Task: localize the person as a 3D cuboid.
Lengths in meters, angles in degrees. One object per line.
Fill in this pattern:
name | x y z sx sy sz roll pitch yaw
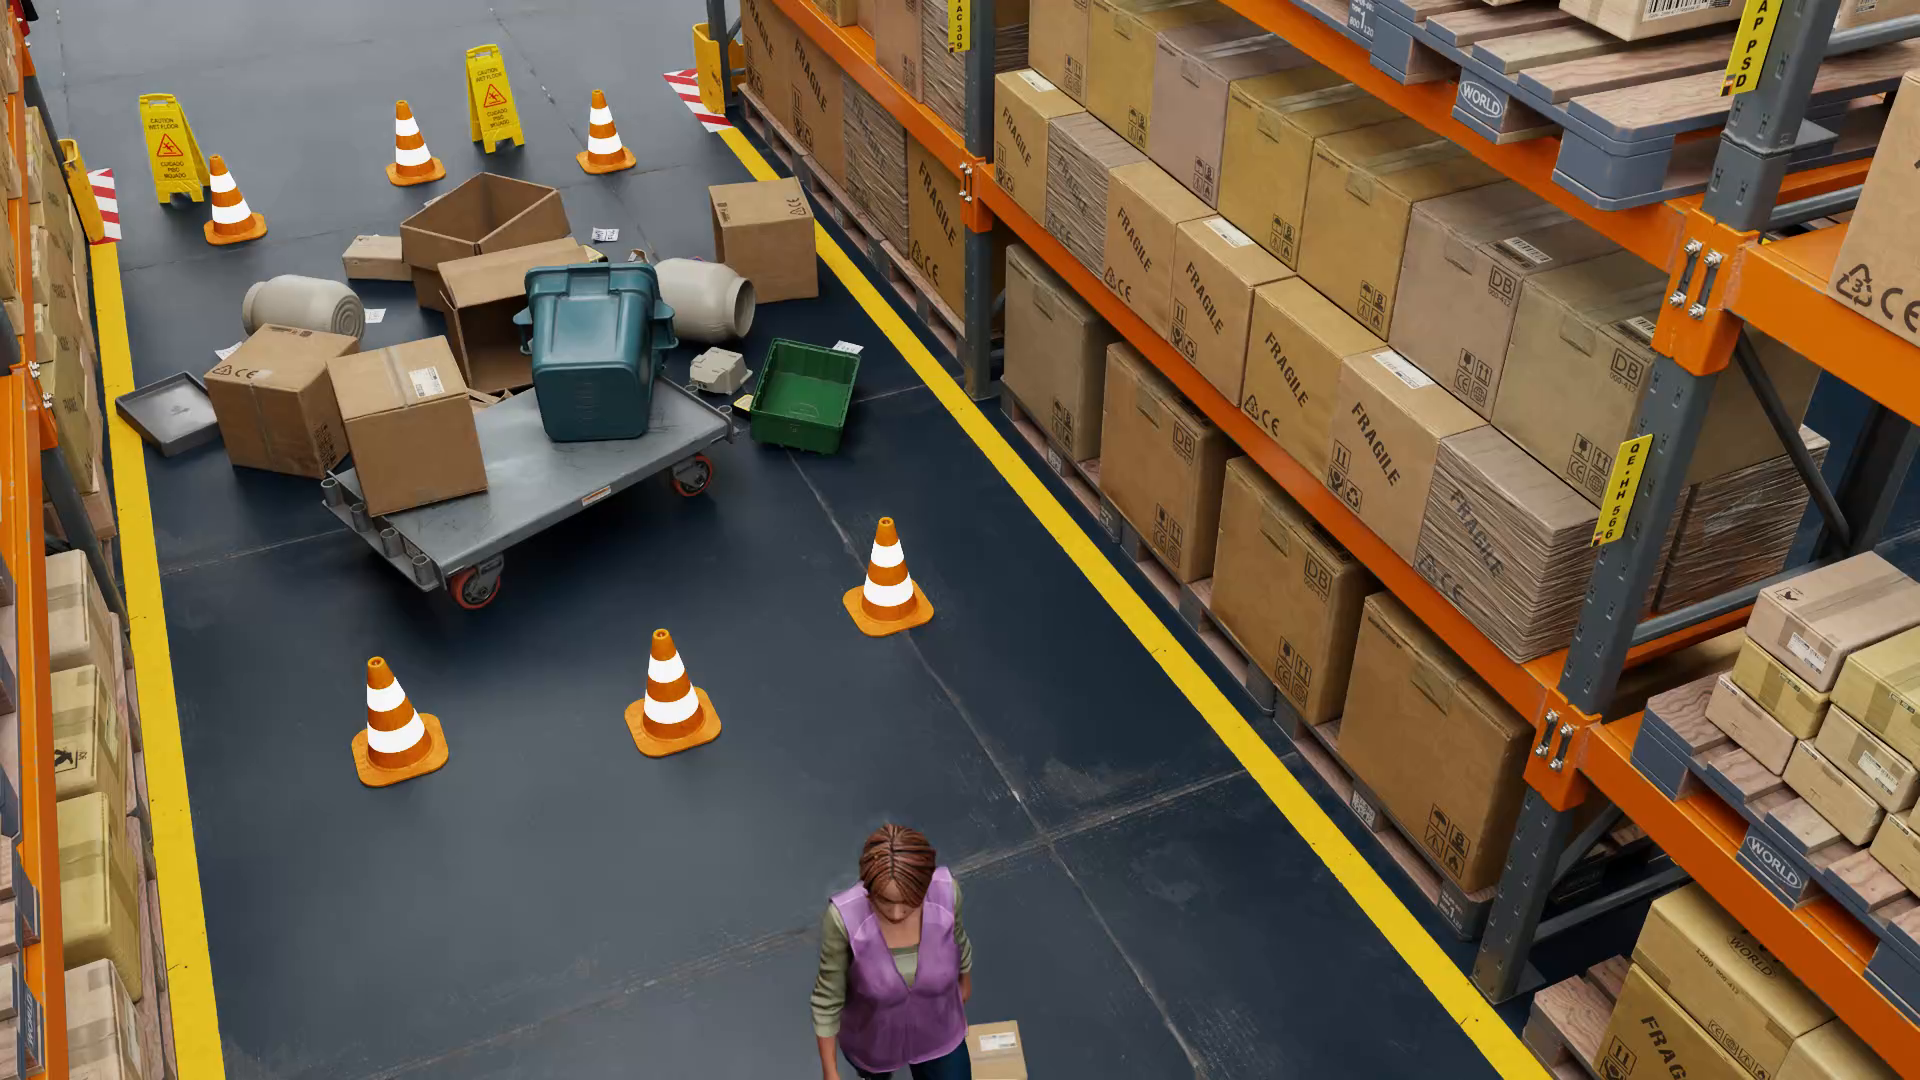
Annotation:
person | -0.161 1.327 4.443 0.457 1.531 0.977 -6 38 -8
